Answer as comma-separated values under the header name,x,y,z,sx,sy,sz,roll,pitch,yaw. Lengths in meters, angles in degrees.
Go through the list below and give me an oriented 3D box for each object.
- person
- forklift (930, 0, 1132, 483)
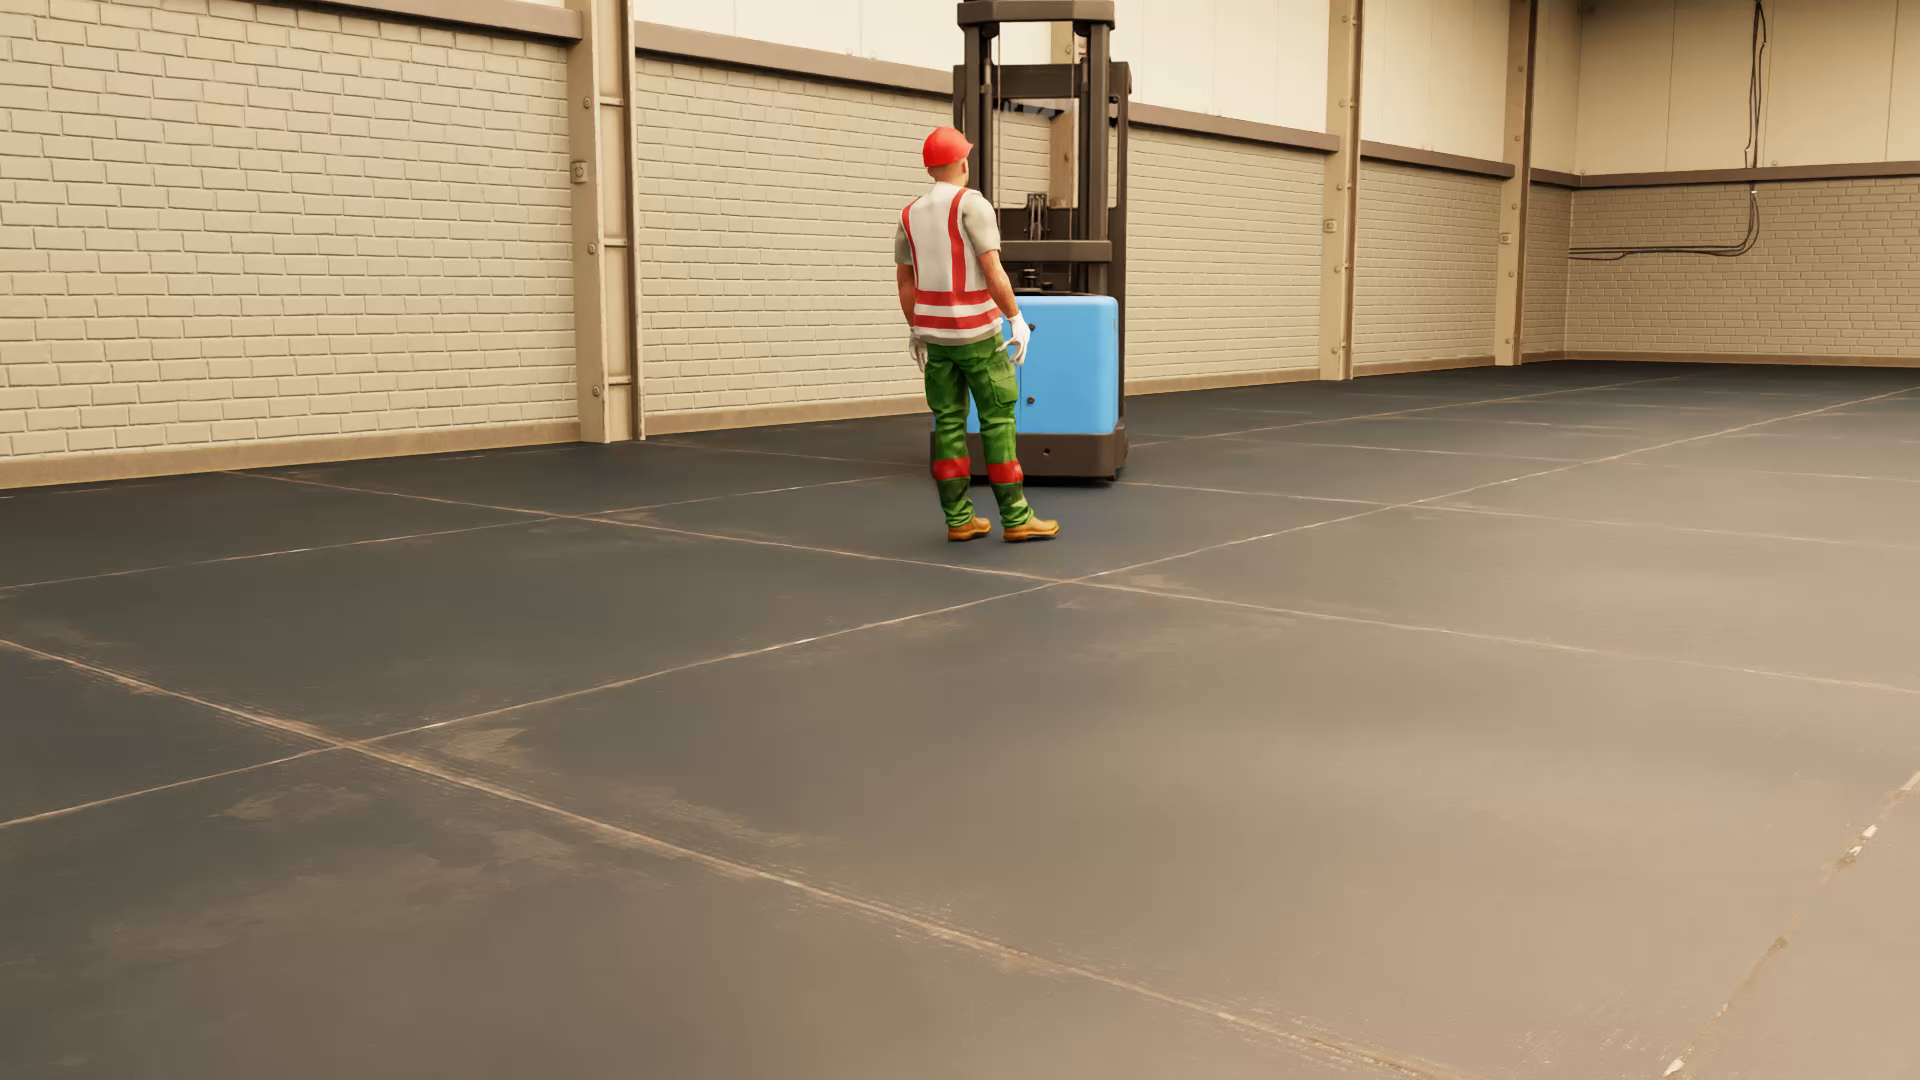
name,x,y,z,sx,sy,sz,roll,pitch,yaw
person,0.060,-0.901,7.329,0.637,1.790,0.562,7,11,38
forklift,0.531,-1.959,10.665,1.130,2.935,3.031,1,8,7
